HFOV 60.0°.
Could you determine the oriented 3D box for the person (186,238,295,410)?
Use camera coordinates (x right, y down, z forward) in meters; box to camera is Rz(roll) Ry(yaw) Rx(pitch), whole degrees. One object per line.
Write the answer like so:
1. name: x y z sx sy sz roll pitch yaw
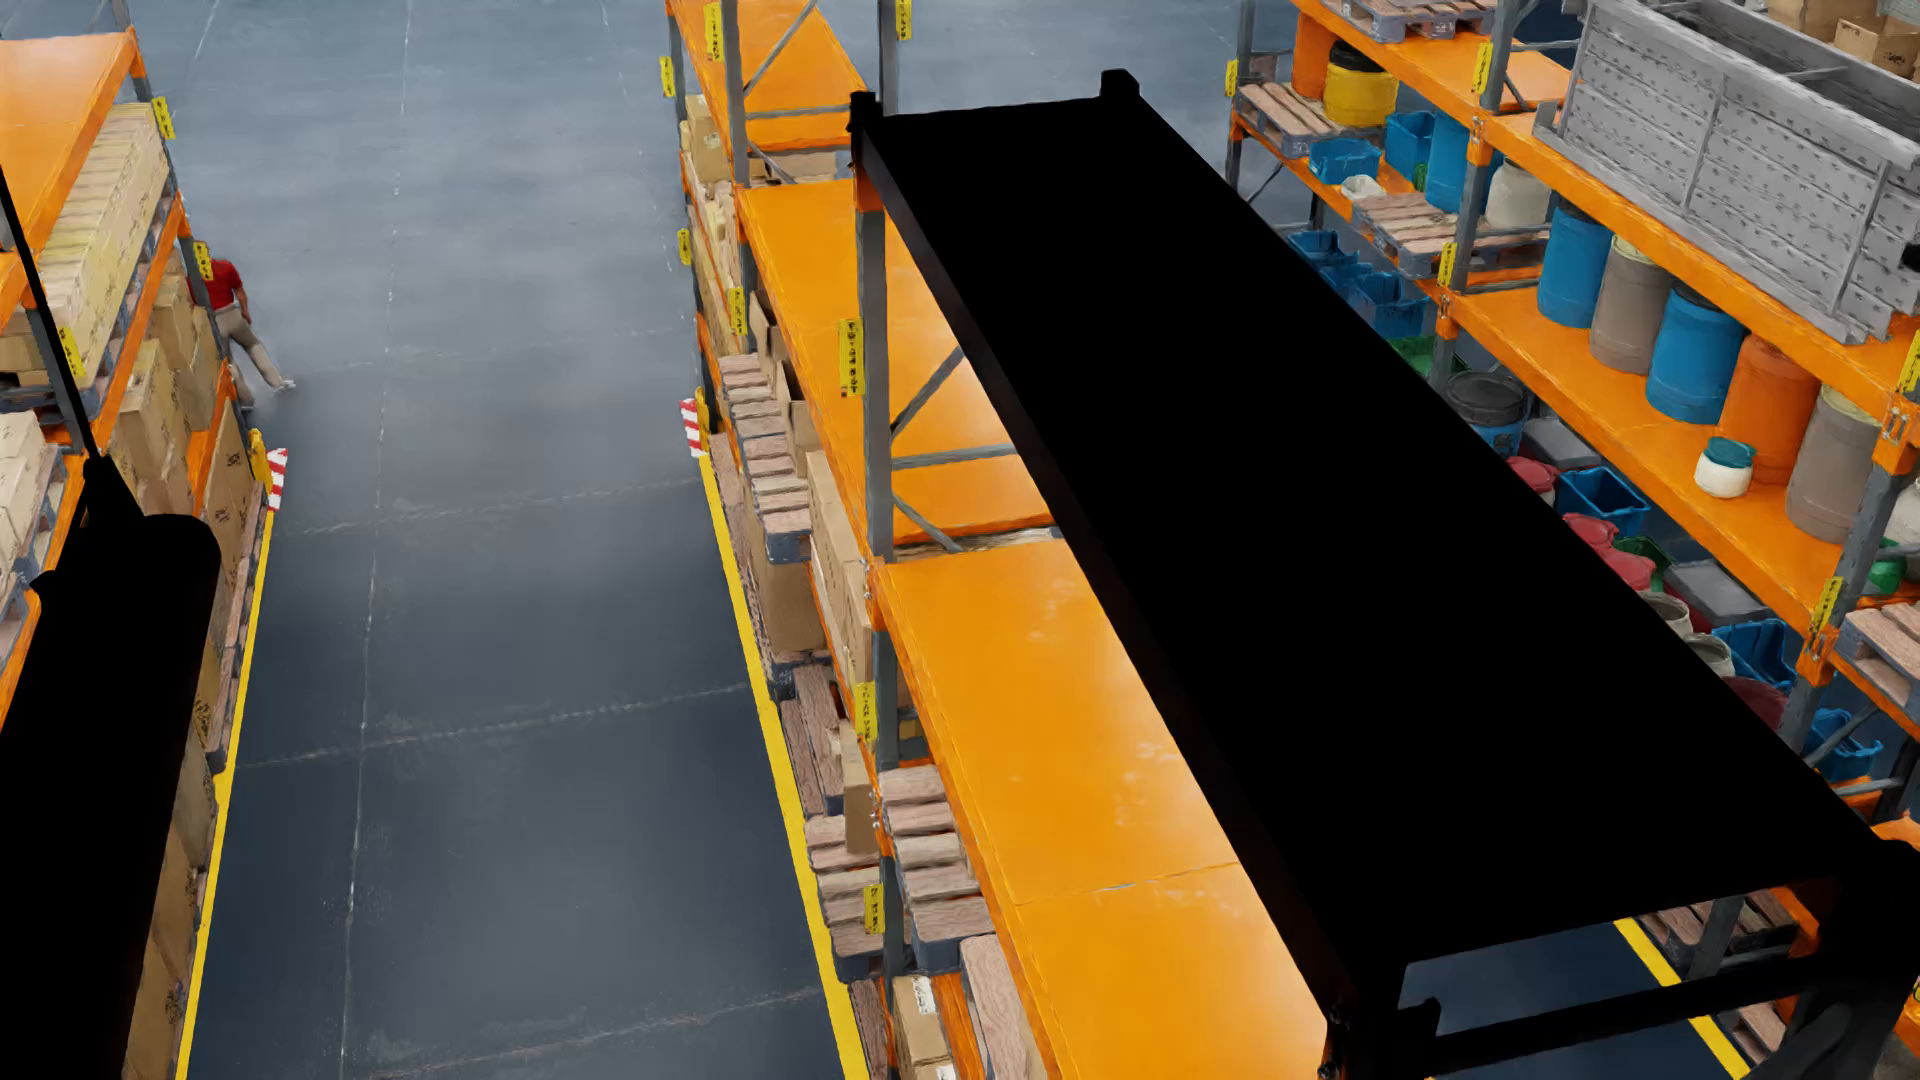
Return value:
1. person: -6.785 -2.042 15.555 0.546 1.717 0.721 22 40 28
